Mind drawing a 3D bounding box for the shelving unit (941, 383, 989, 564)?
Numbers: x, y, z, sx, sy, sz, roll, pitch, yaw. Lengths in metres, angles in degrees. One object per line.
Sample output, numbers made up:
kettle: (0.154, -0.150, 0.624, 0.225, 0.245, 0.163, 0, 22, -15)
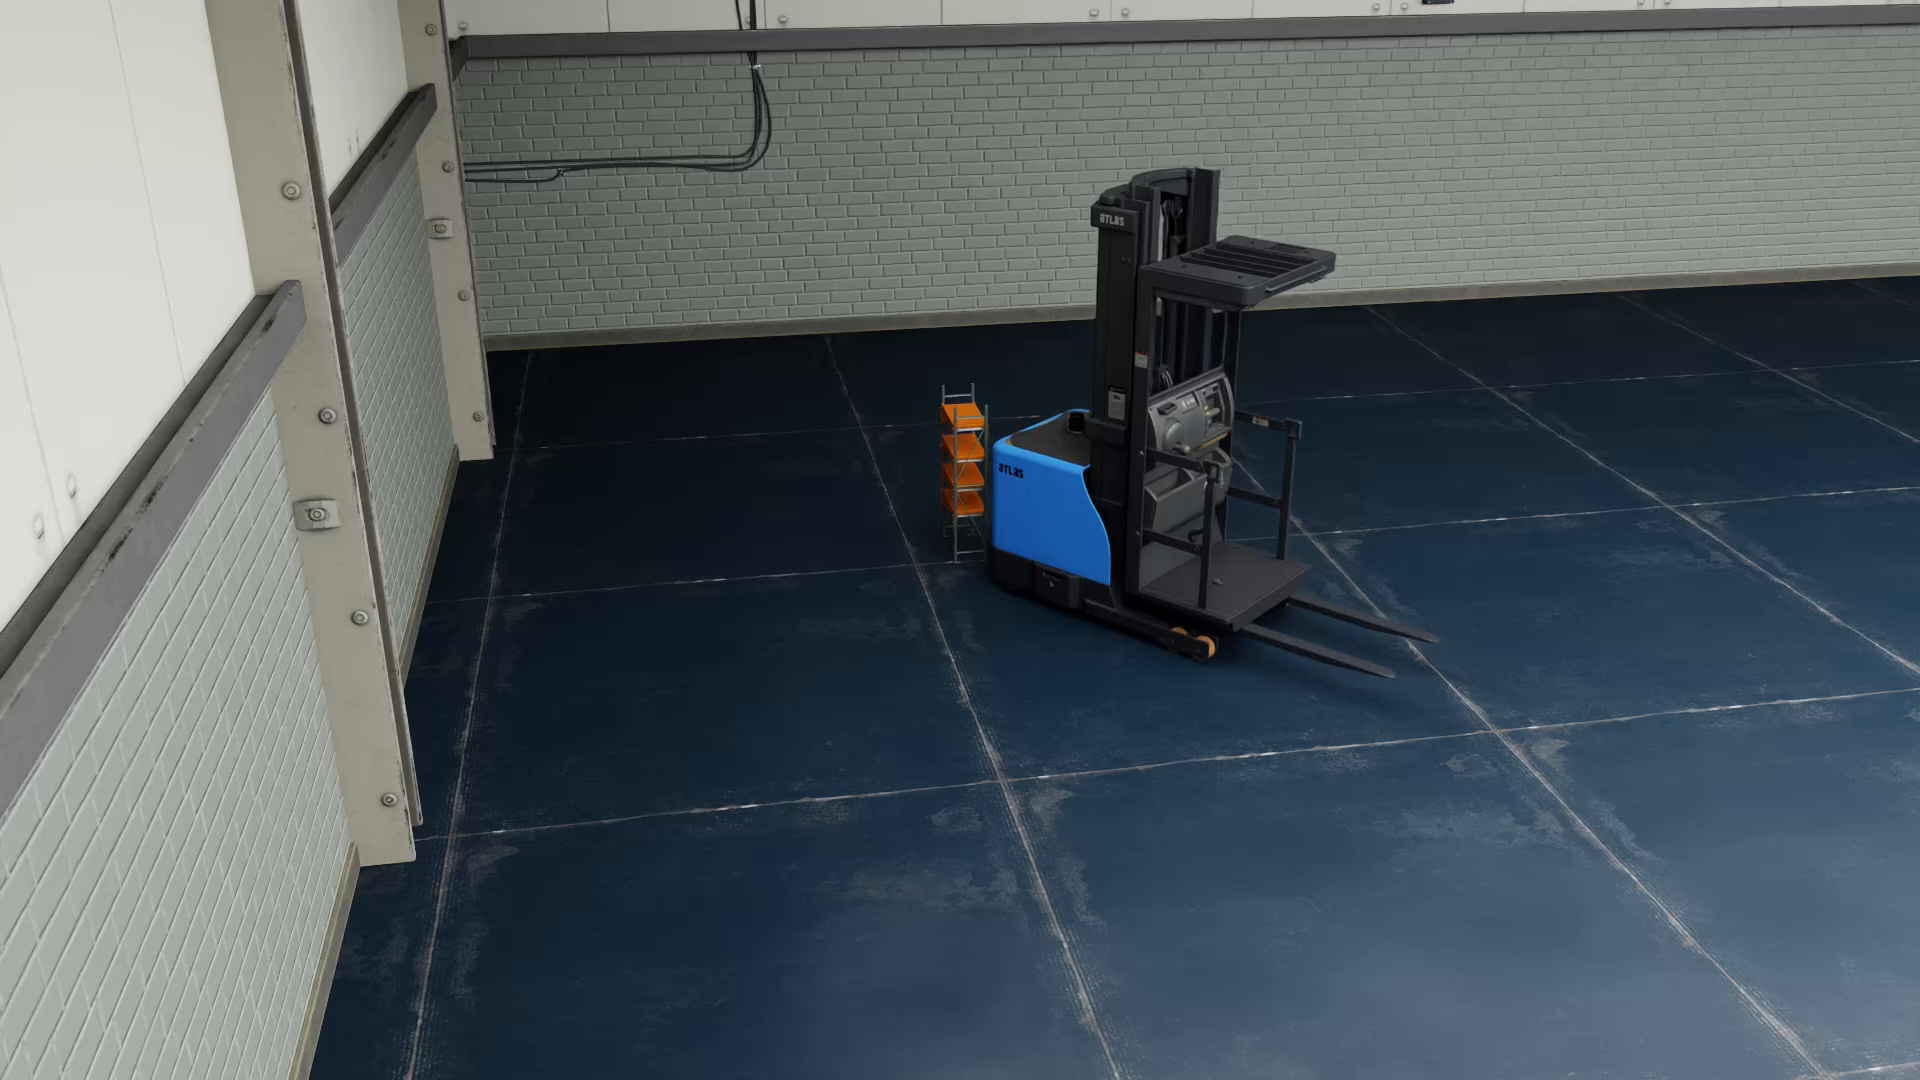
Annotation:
shelving unit: (0.031, -0.485, 12.103, 0.258, 1.200, 0.503, -4, 24, -10)

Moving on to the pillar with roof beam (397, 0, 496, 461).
pillar with roof beam: (0.092, -5.197, 13.149, 9.100, 9.000, 0.400, -4, 24, -10)

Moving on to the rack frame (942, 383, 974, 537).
rack frame: (-0.014, -0.581, 12.323, 0.240, 1.200, 0.015, -4, 24, -10)

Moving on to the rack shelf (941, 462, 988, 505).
rack shelf: (0.031, -0.423, 12.130, 0.258, 0.148, 0.480, -4, 24, -10)

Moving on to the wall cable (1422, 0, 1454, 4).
wall cable: (5.949, -8.390, 16.211, 2.305, 6.003, 0.169, -4, 24, -10)

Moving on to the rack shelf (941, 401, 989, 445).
rack shelf: (0.031, -0.845, 11.946, 0.258, 0.148, 0.480, -4, 24, -10)

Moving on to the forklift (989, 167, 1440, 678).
forklift: (1.662, -0.799, 10.660, 3.031, 2.935, 1.130, 18, 30, 36)

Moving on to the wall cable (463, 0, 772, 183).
wall cable: (-3.384, -4.712, 15.918, 3.097, 2.526, 0.112, -4, 24, -10)

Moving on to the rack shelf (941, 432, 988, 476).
rack shelf: (0.031, -0.628, 12.041, 0.258, 0.148, 0.480, -4, 24, -10)

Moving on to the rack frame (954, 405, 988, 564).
rack frame: (0.076, -0.389, 11.884, 0.240, 1.200, 0.015, -4, 24, -10)

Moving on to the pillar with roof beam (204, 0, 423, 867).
pillar with roof beam: (1.202, -2.837, 7.745, 9.100, 9.000, 0.400, -4, 24, -10)

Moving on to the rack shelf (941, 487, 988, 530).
rack shelf: (0.031, -0.241, 12.210, 0.258, 0.148, 0.480, -4, 24, -10)
